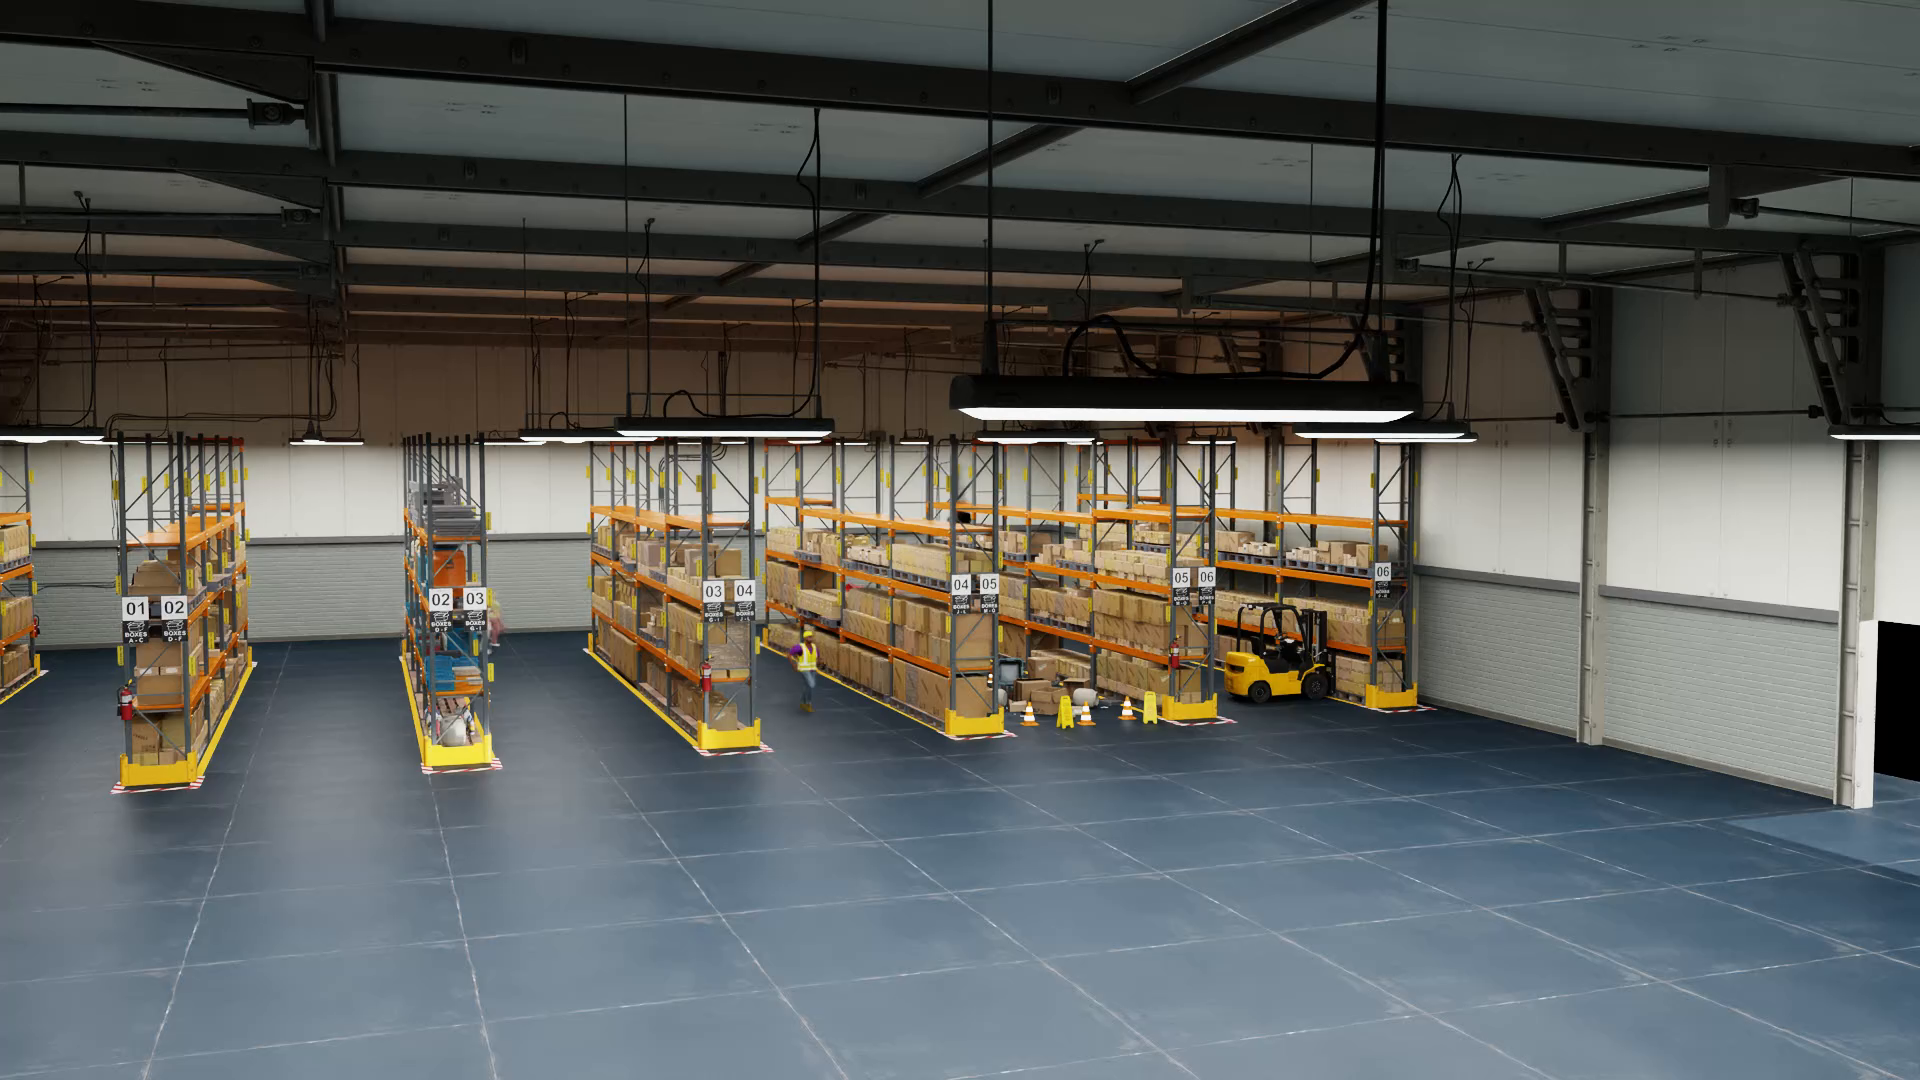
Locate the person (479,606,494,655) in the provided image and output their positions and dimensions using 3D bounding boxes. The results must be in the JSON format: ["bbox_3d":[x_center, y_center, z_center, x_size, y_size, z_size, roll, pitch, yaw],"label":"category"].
[{"bbox_3d":[-13.224,2.322,46.040,0.781,1.776,0.698,2,4,30],"label":"person"}]

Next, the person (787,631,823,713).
[{"bbox_3d":[-3.307,2.864,36.078,0.724,1.779,0.709,3,4,45],"label":"person"}]

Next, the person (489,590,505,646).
[{"bbox_3d":[-13.469,2.269,48.100,0.553,1.596,0.580,0,3,7],"label":"person"}]

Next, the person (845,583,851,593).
[{"bbox_3d":[-3.290,2.151,48.288,0.673,1.783,0.884,-2,4,-32],"label":"person"}]
